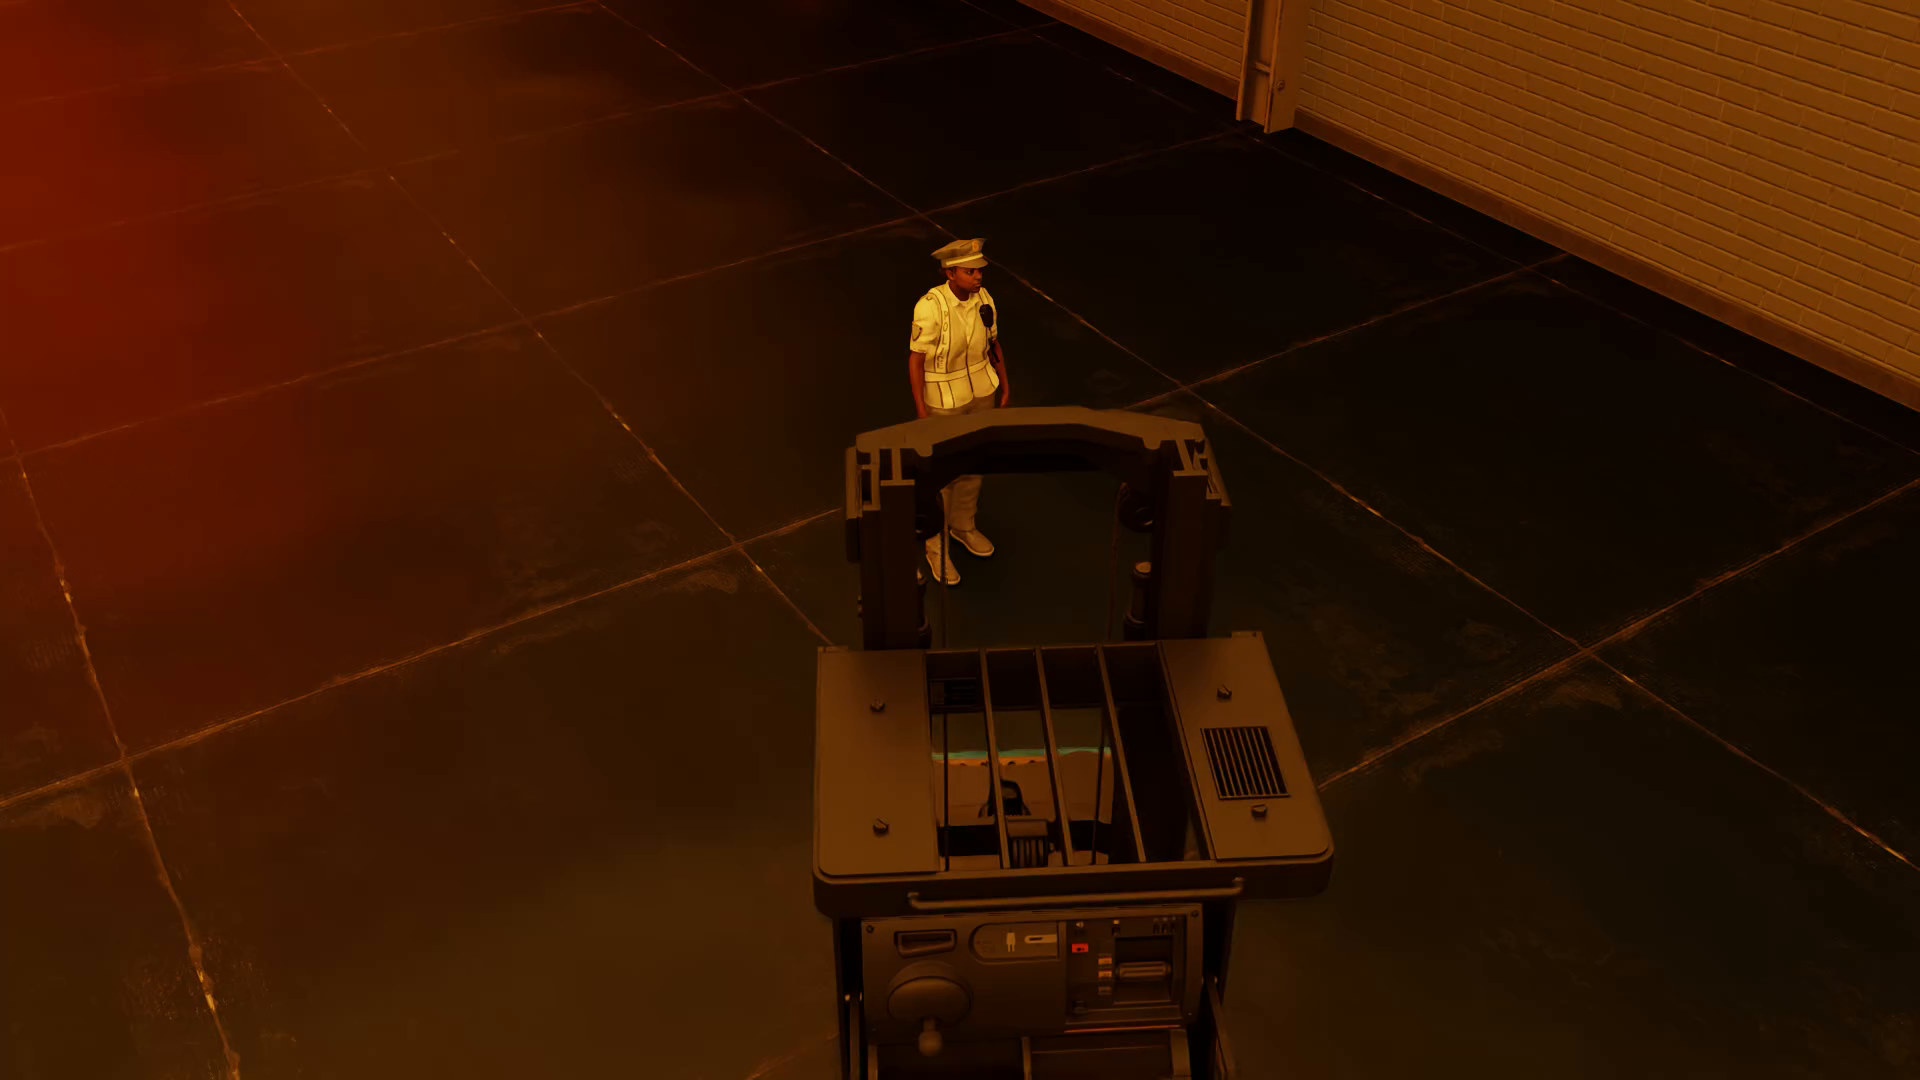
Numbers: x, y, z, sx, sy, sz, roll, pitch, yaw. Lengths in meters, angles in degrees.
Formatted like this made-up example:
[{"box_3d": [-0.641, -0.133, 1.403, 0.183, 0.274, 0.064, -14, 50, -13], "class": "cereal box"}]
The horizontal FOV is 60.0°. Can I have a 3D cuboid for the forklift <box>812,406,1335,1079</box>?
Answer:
[{"box_3d": [0.214, 1.253, 4.364, 1.130, 2.935, 3.031, -2, 35, -3], "class": "forklift"}]

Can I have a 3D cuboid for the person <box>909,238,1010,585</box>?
[{"box_3d": [0.024, -0.657, 8.146, 0.569, 1.694, 0.530, -21, 40, -27], "class": "person"}]
